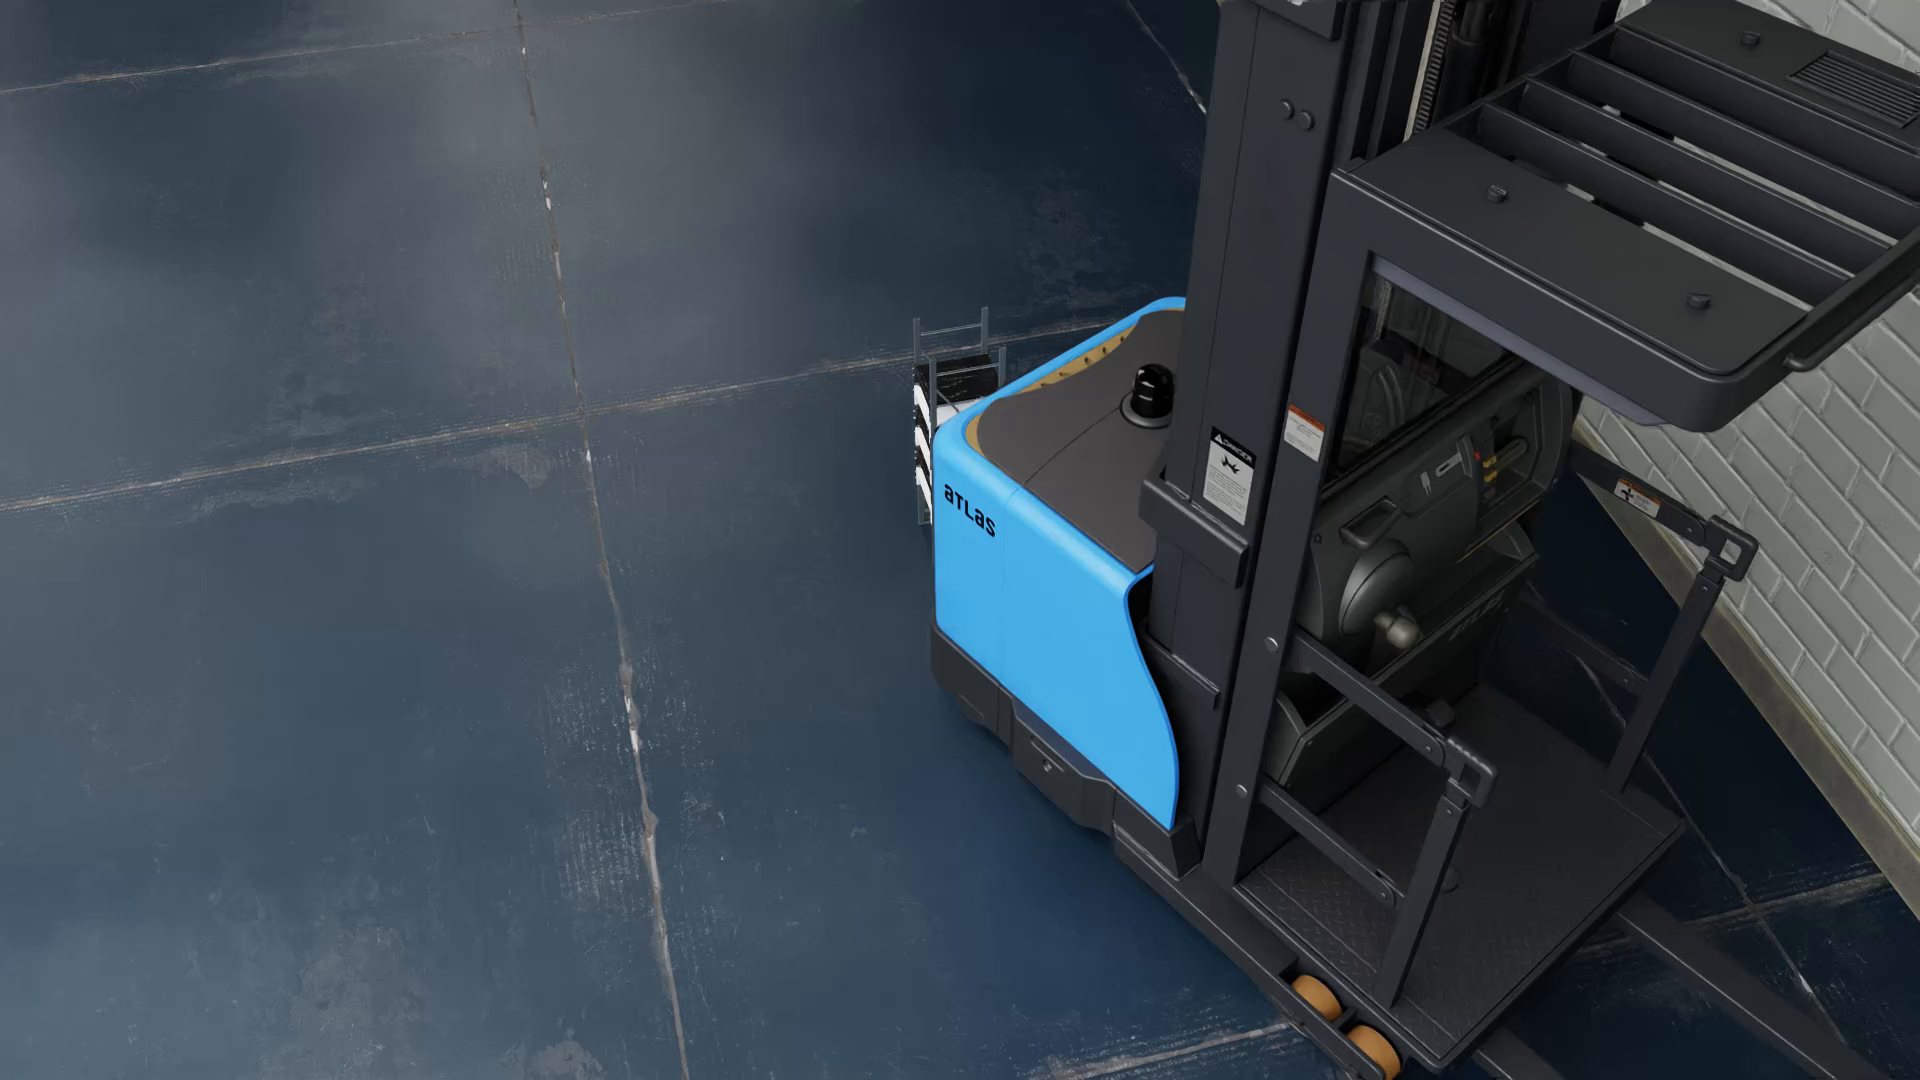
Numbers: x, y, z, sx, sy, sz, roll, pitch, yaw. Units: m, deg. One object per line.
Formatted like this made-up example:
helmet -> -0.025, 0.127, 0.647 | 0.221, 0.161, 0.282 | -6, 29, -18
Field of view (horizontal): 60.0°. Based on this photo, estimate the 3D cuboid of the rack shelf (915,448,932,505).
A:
rack shelf -> -0.002, -0.234, 5.522 | 0.258, 0.077, 0.200 | -11, 47, -10

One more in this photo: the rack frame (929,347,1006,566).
rack frame -> 0.024, -0.250, 5.365 | 0.240, 0.900, 0.006 | -11, 47, -10

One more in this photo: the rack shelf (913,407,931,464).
rack shelf -> -0.002, -0.360, 5.394 | 0.258, 0.077, 0.200 | -11, 47, -10

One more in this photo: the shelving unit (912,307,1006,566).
shelving unit -> -0.002, -0.321, 5.434 | 0.258, 0.900, 0.210 | -11, 47, -10

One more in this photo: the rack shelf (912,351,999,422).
rack shelf -> -0.002, -0.486, 5.265 | 0.258, 0.077, 0.200 | -11, 47, -10

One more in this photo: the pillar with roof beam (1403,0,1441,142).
pillar with roof beam -> -2.373, -3.446, 2.827 | 9.100, 9.000, 0.400 | -11, 47, -10

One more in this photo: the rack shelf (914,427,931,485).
rack shelf -> -0.002, -0.297, 5.458 | 0.258, 0.077, 0.200 | -11, 47, -10

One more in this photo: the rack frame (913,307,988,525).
rack frame -> -0.028, -0.391, 5.503 | 0.240, 0.900, 0.006 | -11, 47, -10

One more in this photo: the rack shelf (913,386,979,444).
rack shelf -> -0.002, -0.423, 5.329 | 0.258, 0.077, 0.200 | -11, 47, -10

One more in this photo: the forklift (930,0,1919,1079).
forklift -> 1.254, -0.009, 3.707 | 1.130, 2.935, 3.031 | -32, 53, -27

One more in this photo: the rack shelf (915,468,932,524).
rack shelf -> -0.002, -0.171, 5.586 | 0.258, 0.077, 0.200 | -11, 47, -10
